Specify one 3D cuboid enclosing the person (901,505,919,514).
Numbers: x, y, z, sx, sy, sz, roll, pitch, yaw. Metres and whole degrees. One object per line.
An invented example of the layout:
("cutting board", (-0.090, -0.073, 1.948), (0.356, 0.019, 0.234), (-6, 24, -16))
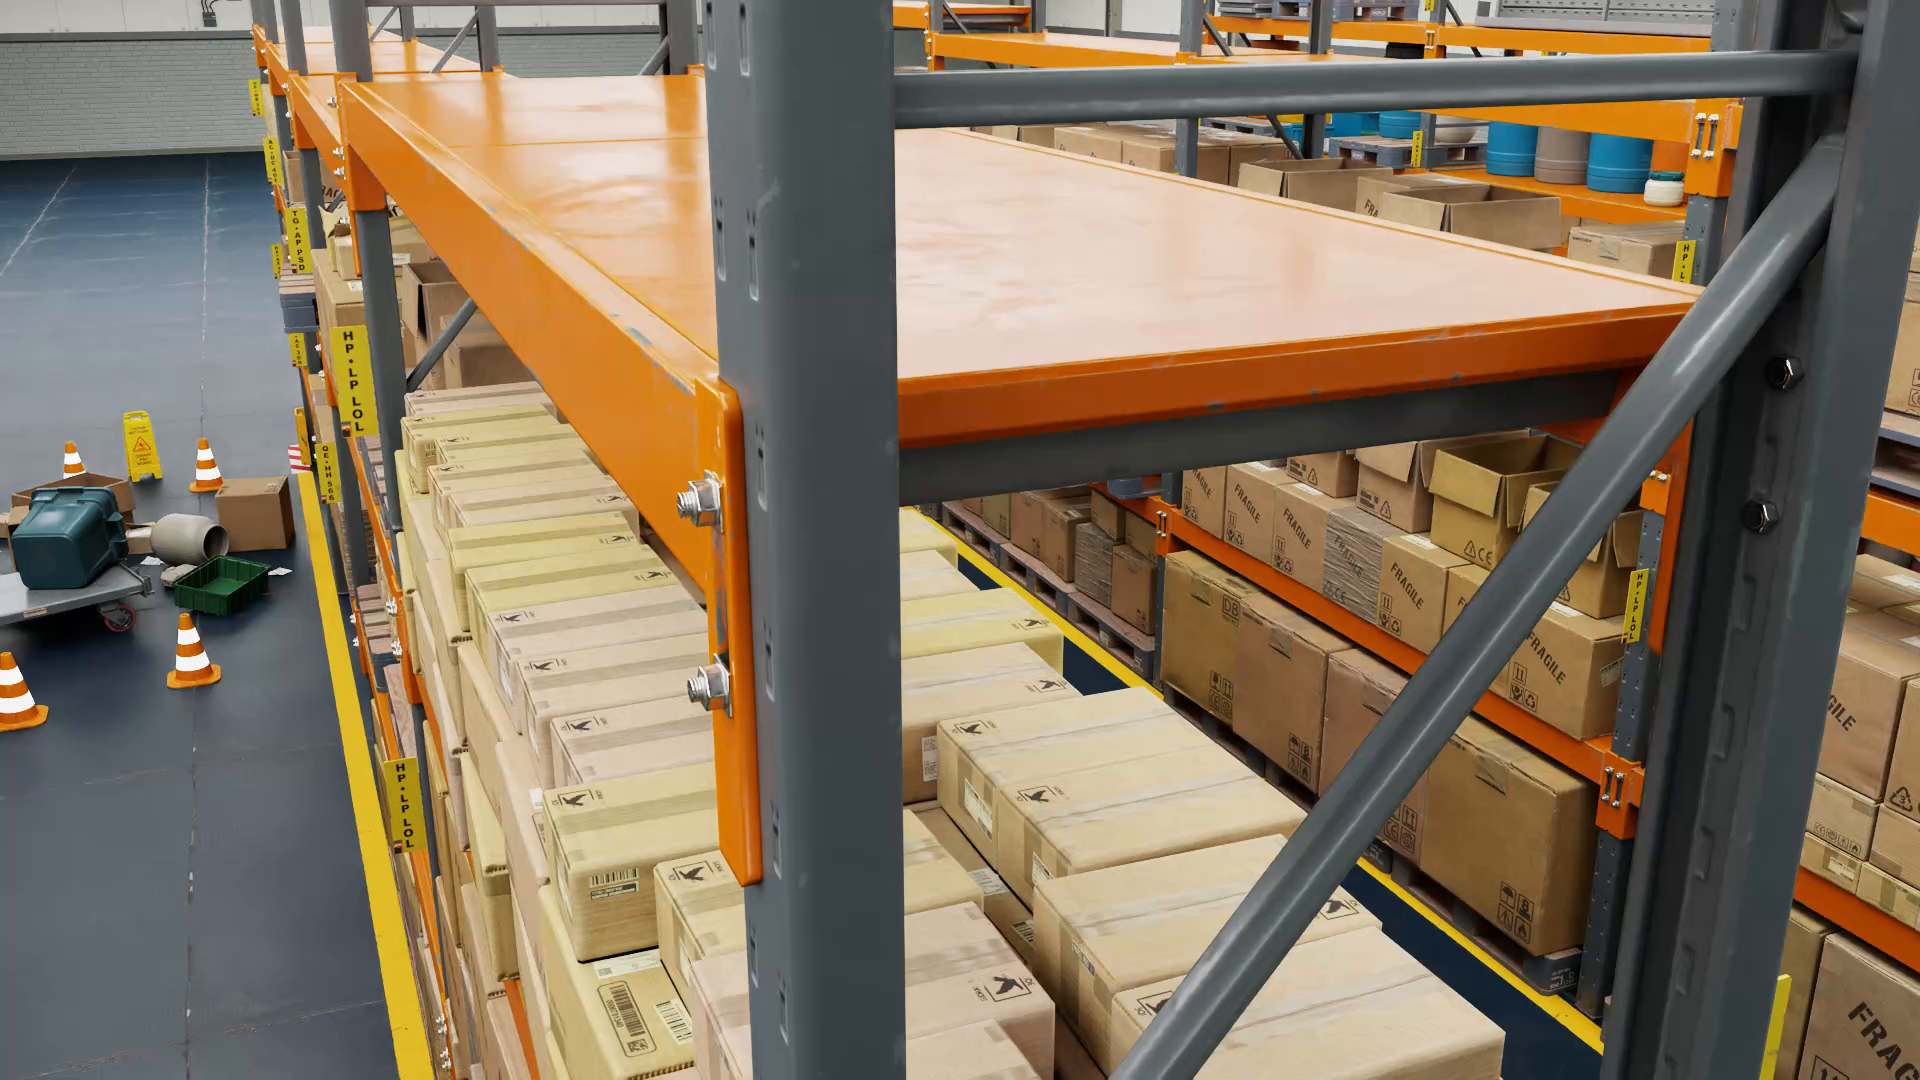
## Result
("person", (-0.455, 0.159, 11.195), (0.528, 1.622, 0.410), (-8, 21, -23))
